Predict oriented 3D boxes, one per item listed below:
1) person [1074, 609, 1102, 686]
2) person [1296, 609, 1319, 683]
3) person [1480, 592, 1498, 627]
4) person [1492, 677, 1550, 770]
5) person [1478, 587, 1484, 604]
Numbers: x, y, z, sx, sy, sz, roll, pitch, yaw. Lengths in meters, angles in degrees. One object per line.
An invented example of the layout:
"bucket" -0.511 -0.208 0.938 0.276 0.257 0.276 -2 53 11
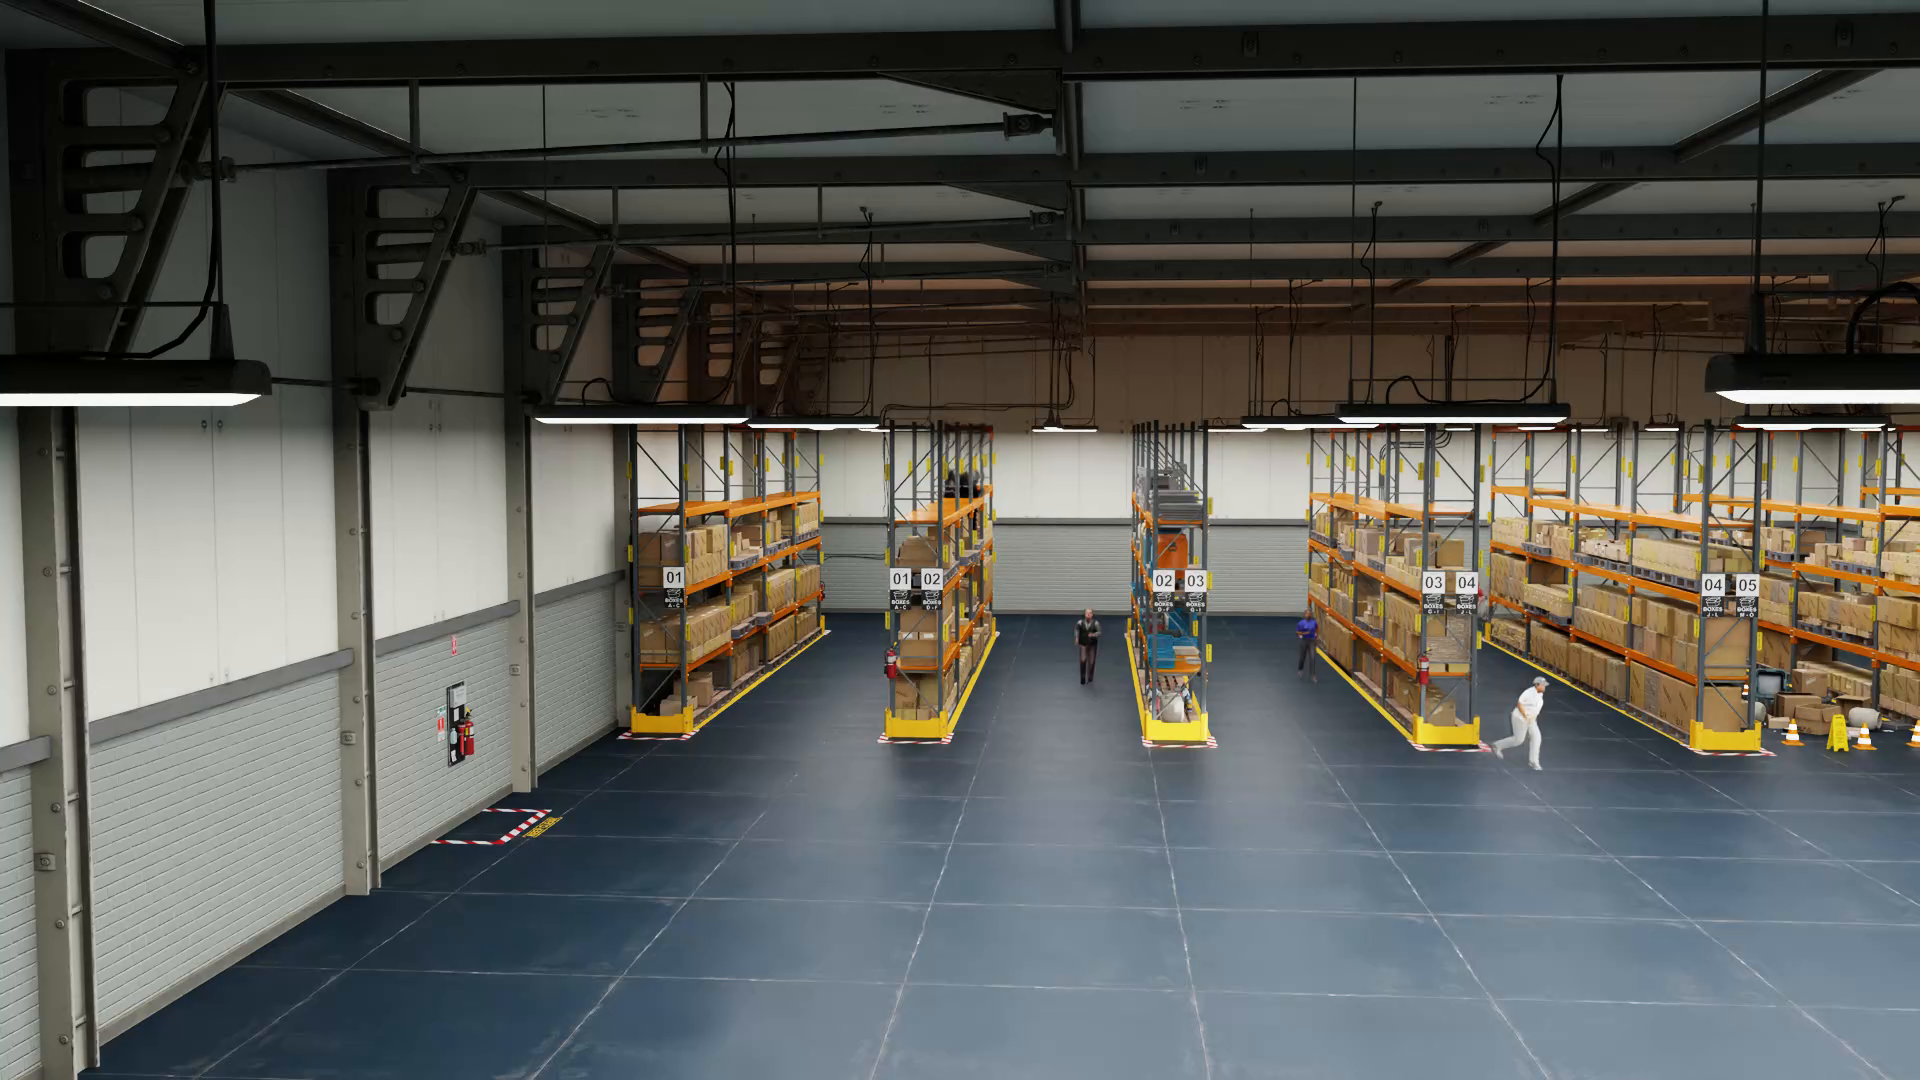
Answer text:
"person" 2.925 2.460 38.068 0.626 1.760 0.734 0 4 3
"person" 8.092 2.432 38.678 0.581 1.655 0.915 0 4 0
"person" 15.135 1.907 47.505 0.546 1.645 0.671 2 4 26
"person" 9.692 3.136 28.702 0.988 1.633 0.624 3 5 40
"person" 14.573 1.916 47.232 0.629 1.717 0.694 -3 5 -39
